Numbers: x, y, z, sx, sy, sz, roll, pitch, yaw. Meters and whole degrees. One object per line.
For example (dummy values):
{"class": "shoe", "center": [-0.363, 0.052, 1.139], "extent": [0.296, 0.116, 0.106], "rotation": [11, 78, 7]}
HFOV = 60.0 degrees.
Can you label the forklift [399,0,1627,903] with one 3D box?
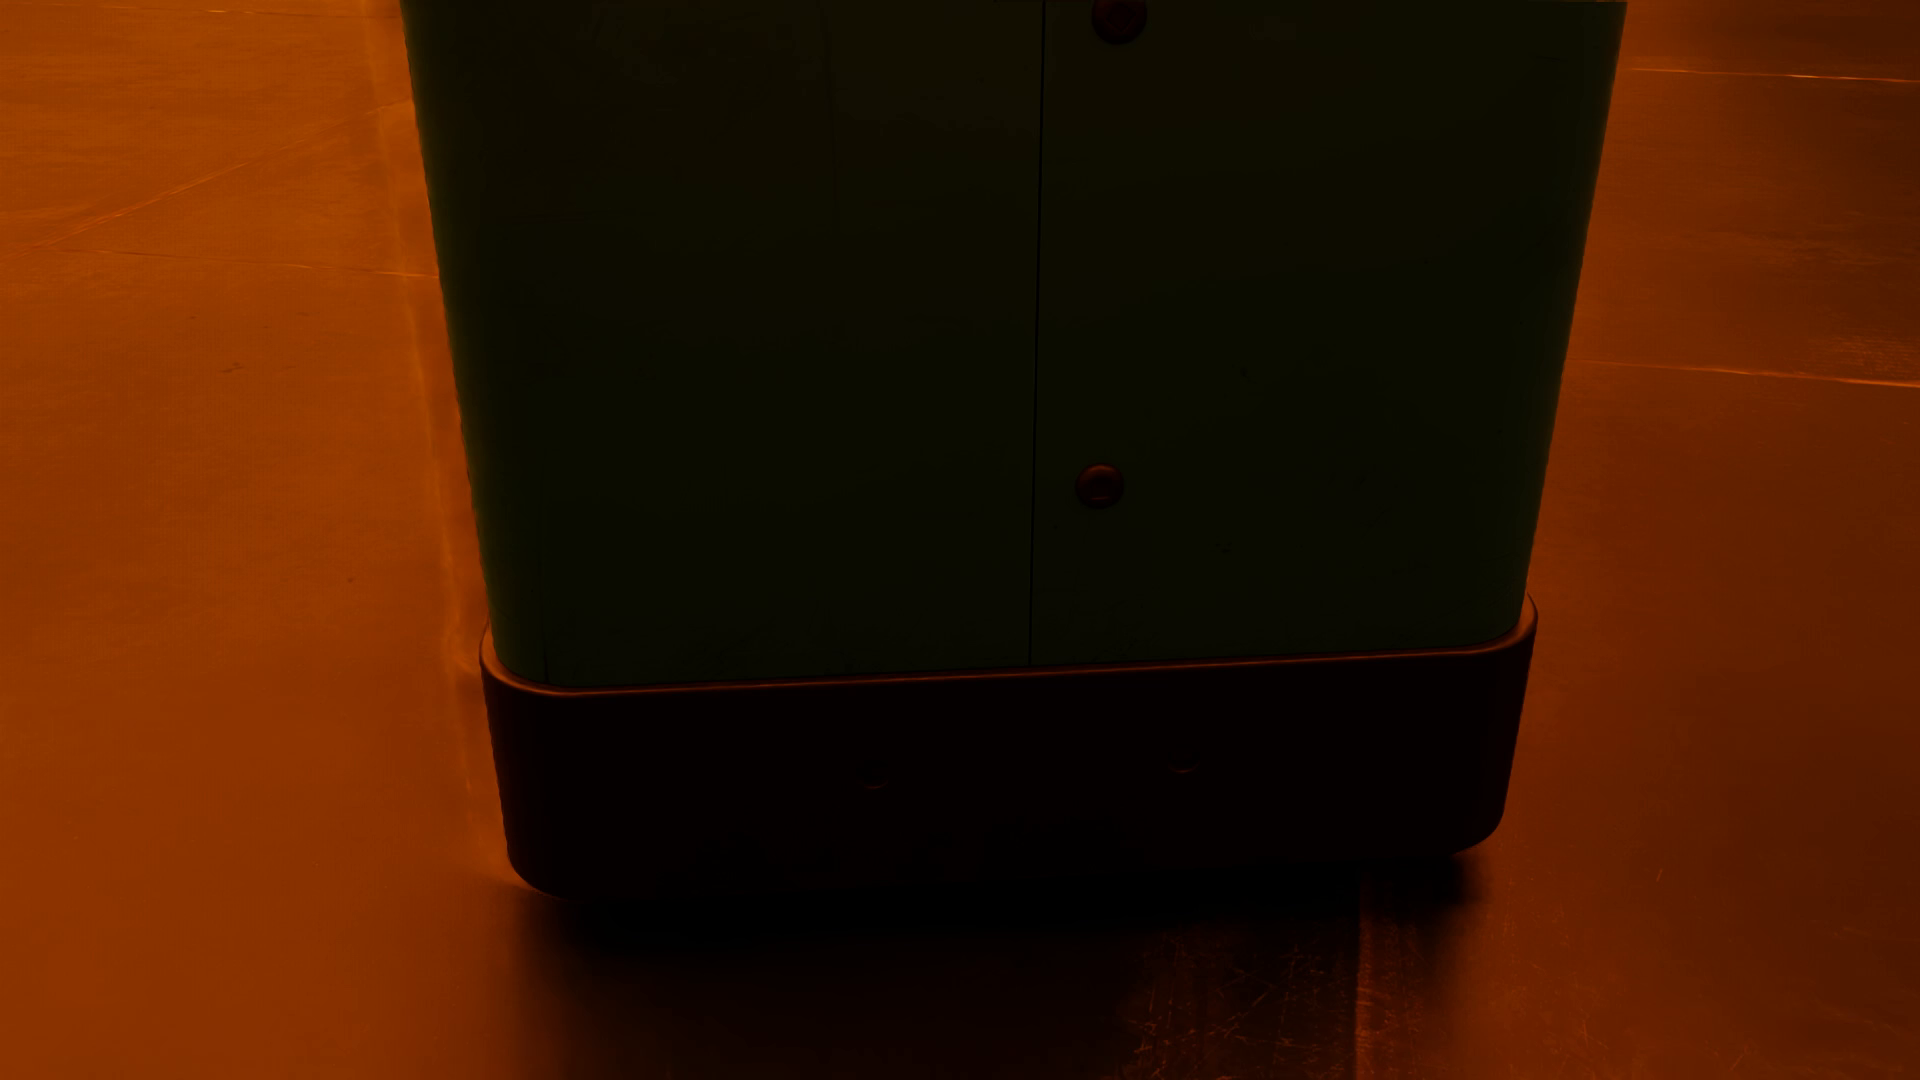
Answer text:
{"class": "forklift", "center": [-0.068, -1.584, 2.386], "extent": [1.130, 2.935, 3.031], "rotation": [-2, 27, -5]}
